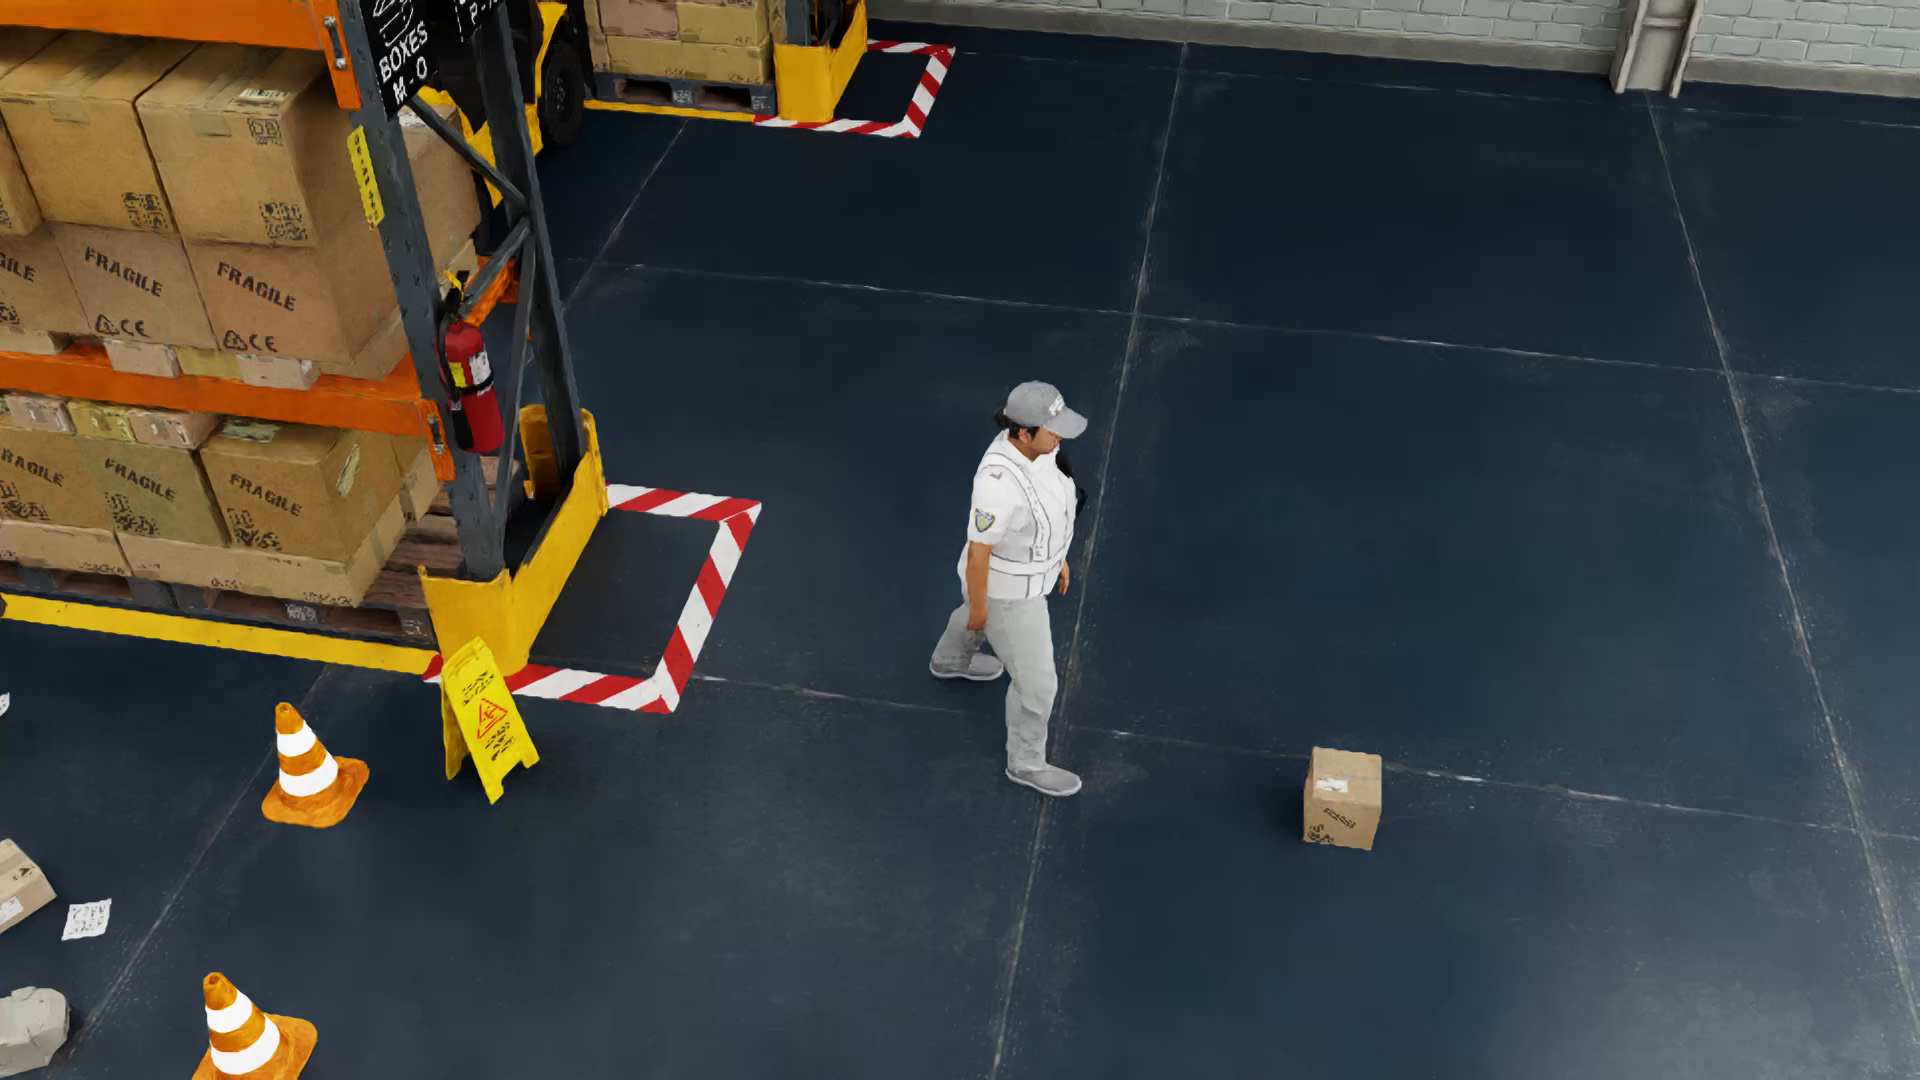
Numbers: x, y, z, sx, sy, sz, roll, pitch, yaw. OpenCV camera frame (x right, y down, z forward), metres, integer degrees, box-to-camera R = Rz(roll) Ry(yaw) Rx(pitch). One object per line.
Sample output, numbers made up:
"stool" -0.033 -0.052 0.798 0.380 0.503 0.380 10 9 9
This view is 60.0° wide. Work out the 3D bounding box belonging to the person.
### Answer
"person" 0.178 0.117 6.038 0.775 1.619 0.599 14 43 16
